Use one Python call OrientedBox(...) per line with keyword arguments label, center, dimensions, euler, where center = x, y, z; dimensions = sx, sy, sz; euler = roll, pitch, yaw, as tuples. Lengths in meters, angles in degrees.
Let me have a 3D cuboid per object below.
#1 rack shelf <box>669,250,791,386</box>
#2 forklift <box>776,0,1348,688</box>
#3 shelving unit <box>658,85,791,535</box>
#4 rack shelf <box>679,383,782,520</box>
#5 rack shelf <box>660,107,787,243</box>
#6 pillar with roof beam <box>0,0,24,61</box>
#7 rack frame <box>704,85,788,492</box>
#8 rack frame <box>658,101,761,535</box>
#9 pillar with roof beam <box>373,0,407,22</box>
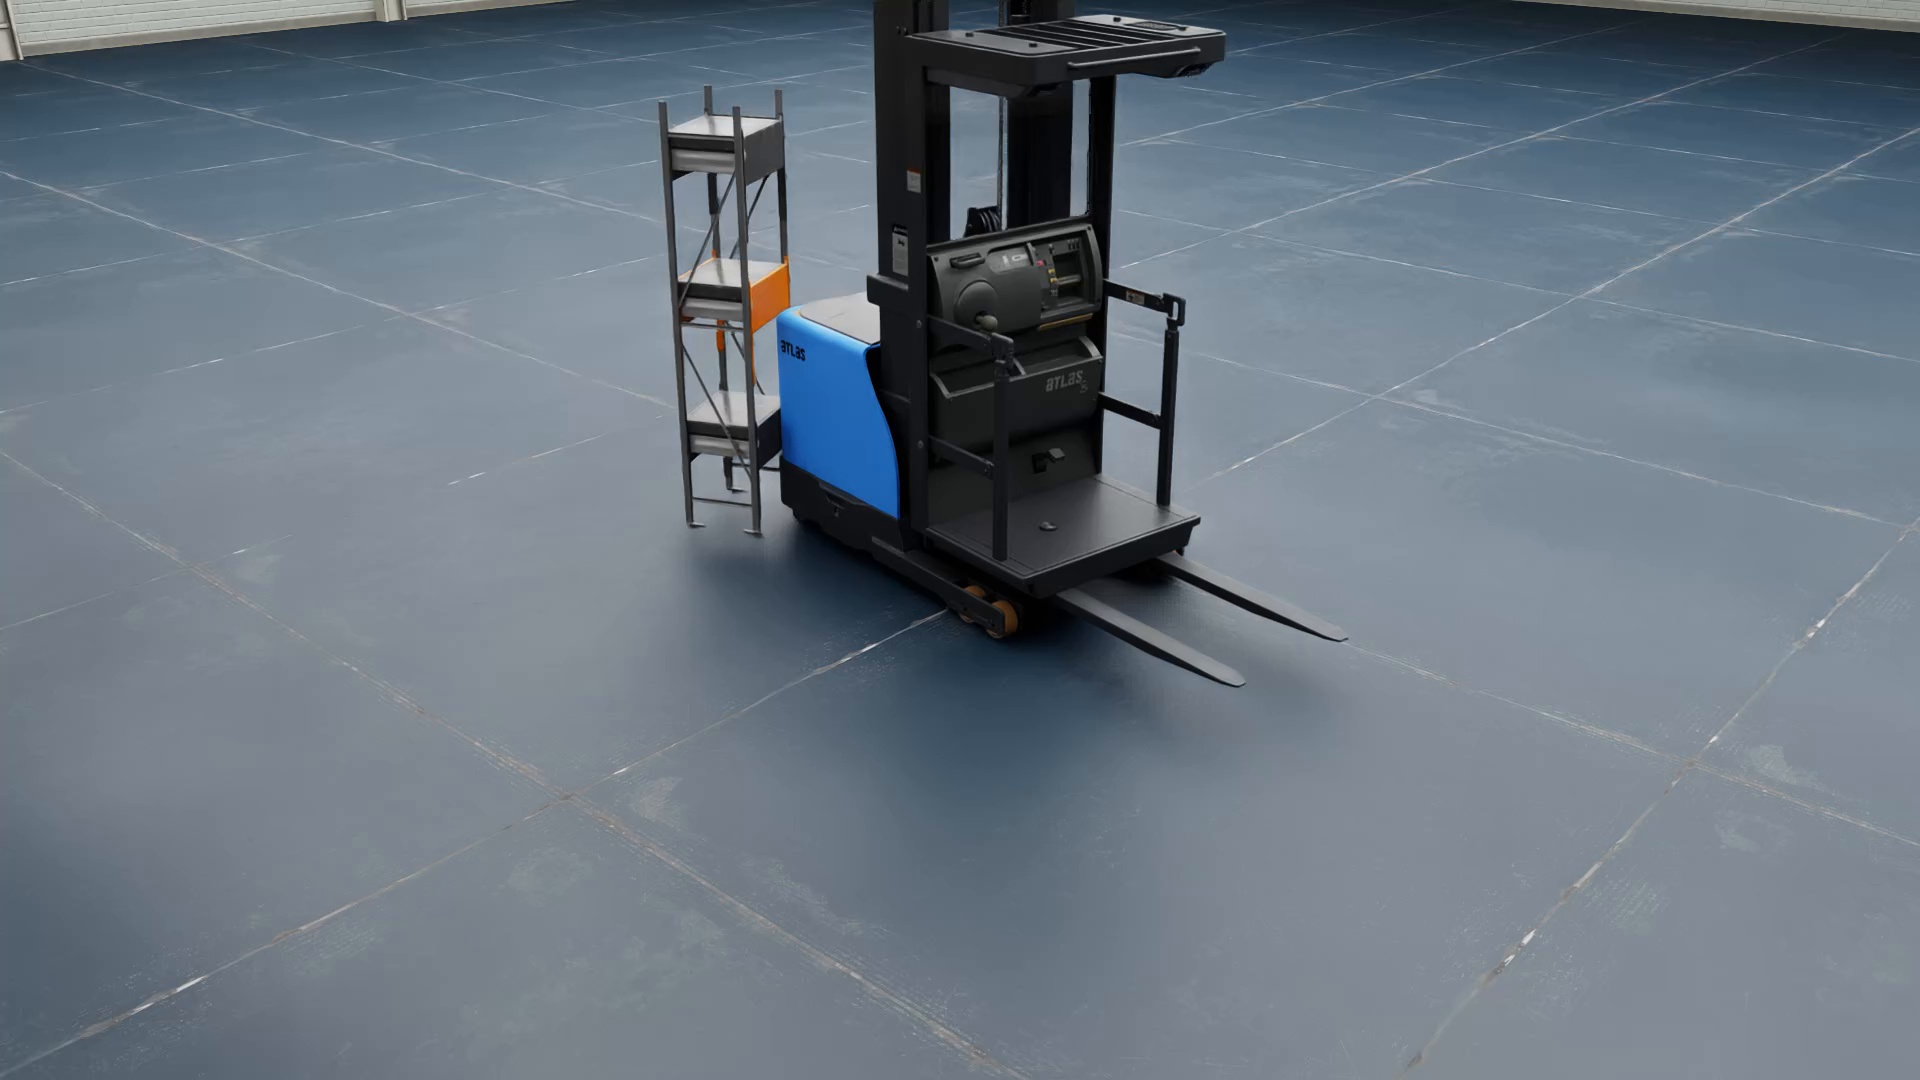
OrientedBox(label="rack shelf", center=(-1.114, -1.095, 8.156), dimensions=(0.431, 0.518, 0.480), euler=(7, 25, 15))
OrientedBox(label="forklift", center=(0.393, -1.135, 7.200), dimensions=(1.130, 2.935, 3.031), euler=(-18, 30, -35))
OrientedBox(label="shelving unit", center=(-1.114, -1.108, 8.150), dimensions=(0.431, 2.100, 0.503), euler=(7, 25, 15))
OrientedBox(label="rack shelf", center=(-1.118, -0.457, 8.444), dimensions=(0.431, 0.518, 0.480), euler=(7, 25, 15))
OrientedBox(label="rack shelf", center=(-1.109, -1.733, 7.868), dimensions=(0.431, 0.518, 0.480), euler=(7, 25, 15))
OrientedBox(label="pillar with roof beam", center=(-10.115, -9.627, 18.722), dimensions=(9.100, 9.000, 0.400), euler=(20, 31, 38))
OrientedBox(label="rack frame", center=(-1.043, -1.203, 8.363), dimensions=(0.400, 2.100, 0.015), euler=(7, 25, 15))
OrientedBox(label="rack frame", center=(-1.184, -1.012, 7.937), dimensions=(0.400, 2.100, 0.015), euler=(7, 25, 15))
OrientedBox(label="pillar with roof beam", center=(-6.111, -11.455, 22.799), dimensions=(9.100, 9.000, 0.400), euler=(20, 31, 38))
